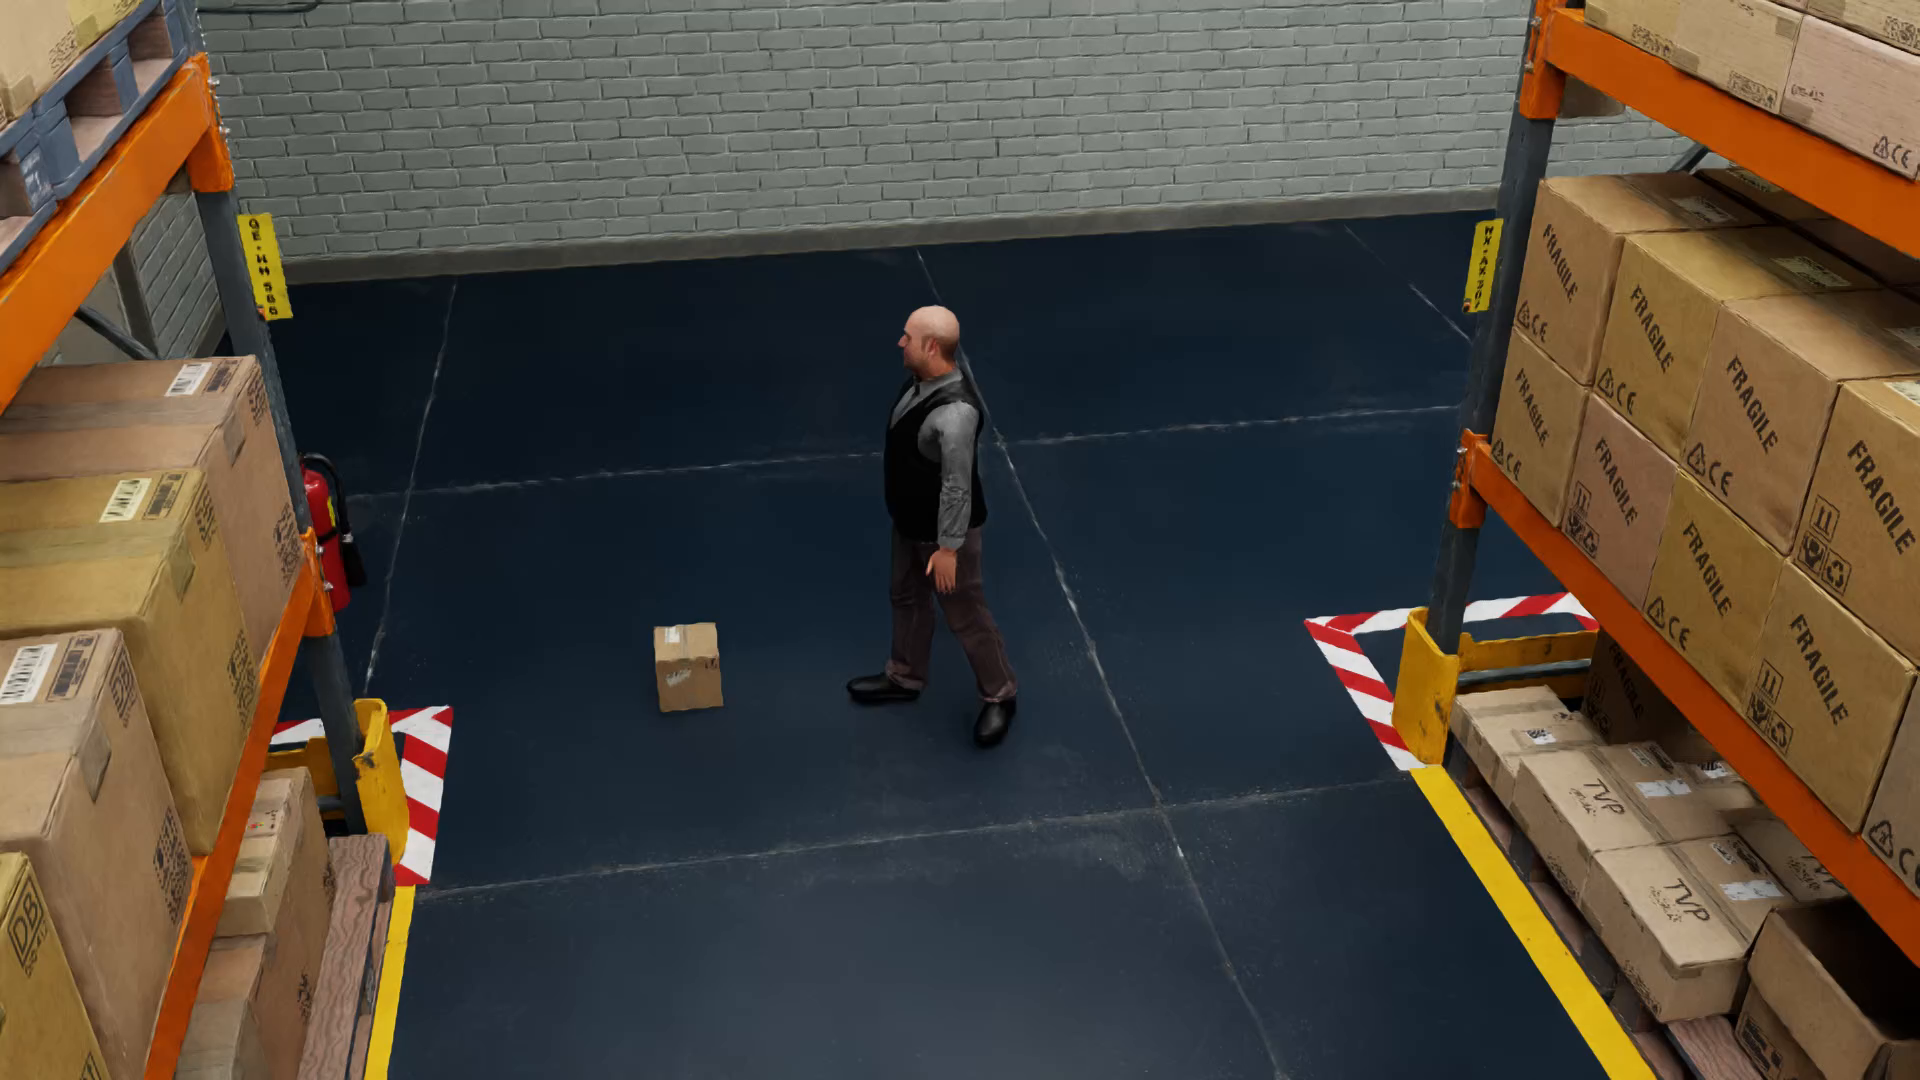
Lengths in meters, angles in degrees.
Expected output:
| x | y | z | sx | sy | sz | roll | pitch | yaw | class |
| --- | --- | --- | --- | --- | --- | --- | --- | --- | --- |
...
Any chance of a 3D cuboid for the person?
| x | y | z | sx | sy | sz | roll | pitch | yaw | class |
| --- | --- | --- | --- | --- | --- | --- | --- | --- | --- |
| -0.123 | -0.087 | 6.298 | 0.627 | 1.722 | 0.724 | -9 | 32 | -15 | person |
